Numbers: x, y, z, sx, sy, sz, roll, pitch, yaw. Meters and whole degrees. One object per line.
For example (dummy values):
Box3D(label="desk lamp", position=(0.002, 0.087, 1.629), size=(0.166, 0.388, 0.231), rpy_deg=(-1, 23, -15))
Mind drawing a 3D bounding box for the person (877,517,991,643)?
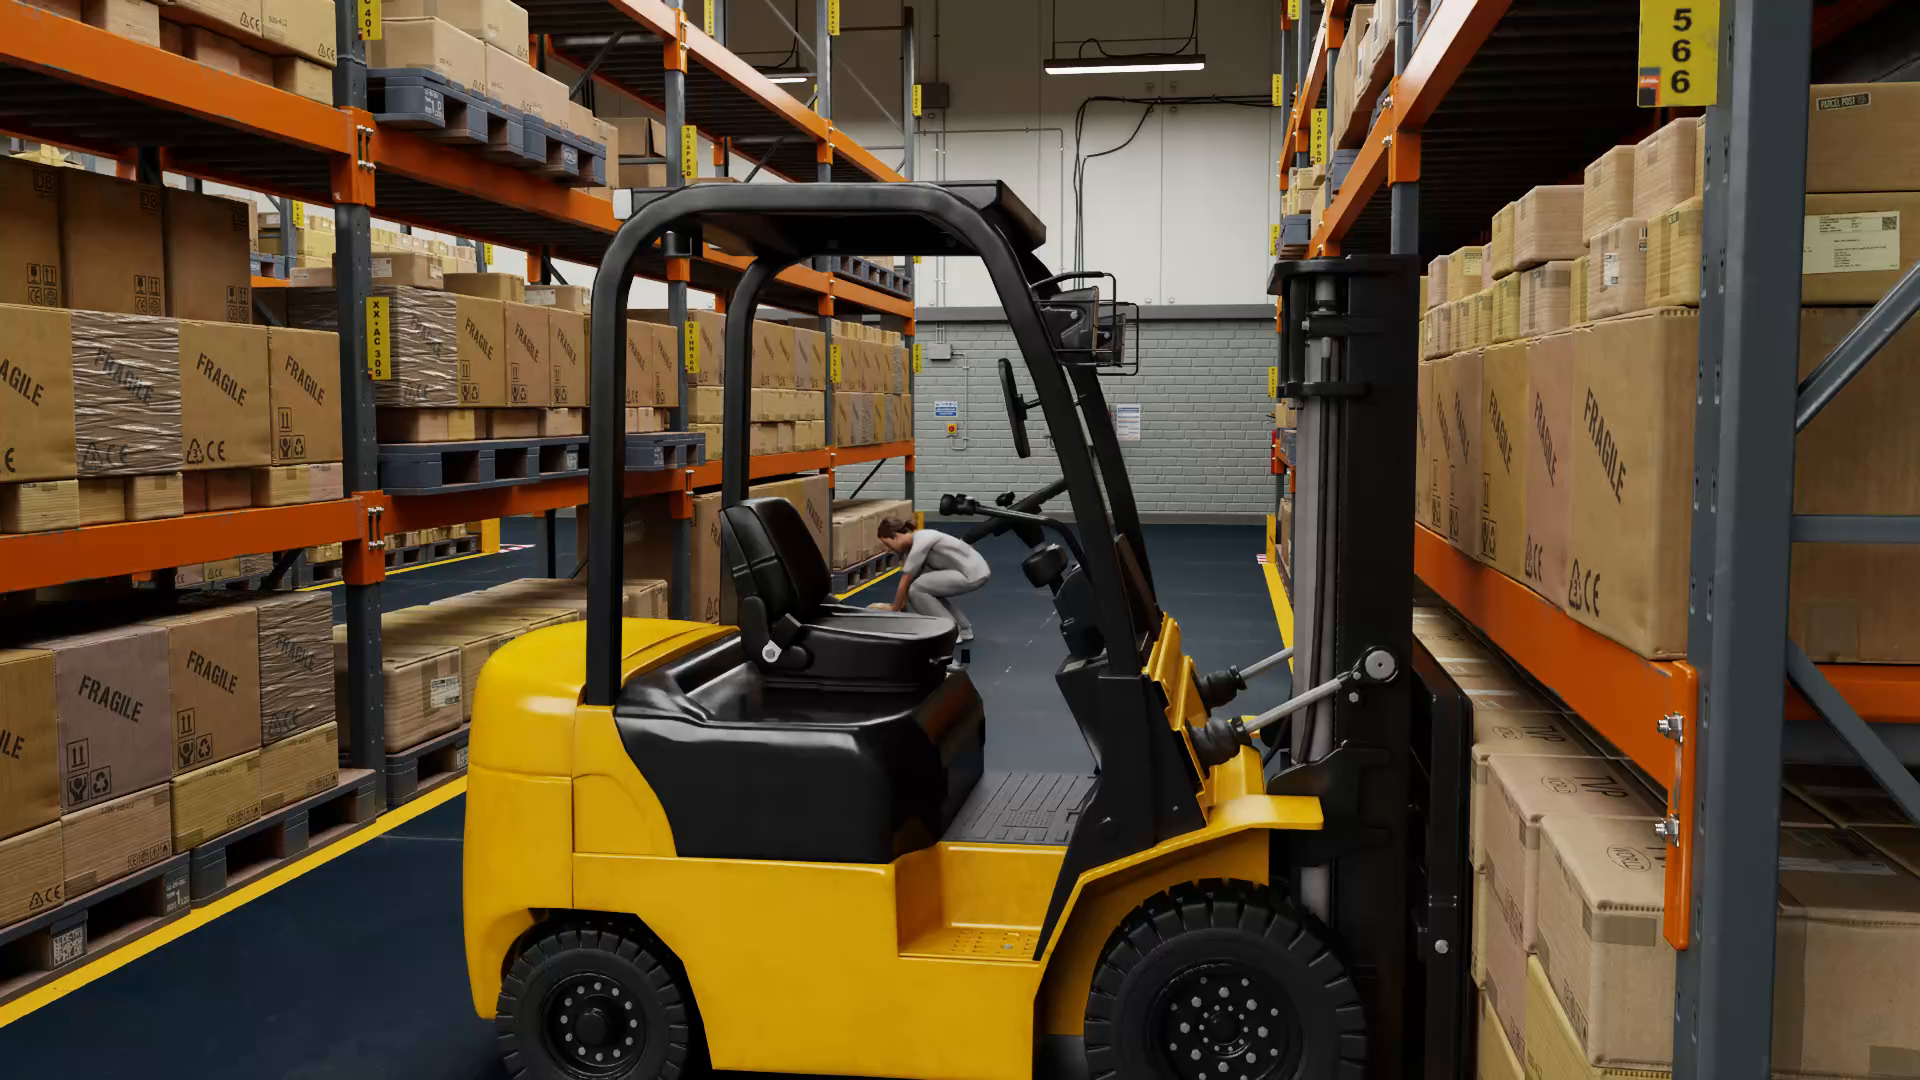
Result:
Box3D(label="person", position=(-0.188, 0.280, 11.803), size=(0.797, 0.892, 0.485), rpy_deg=(1, 5, 8))
